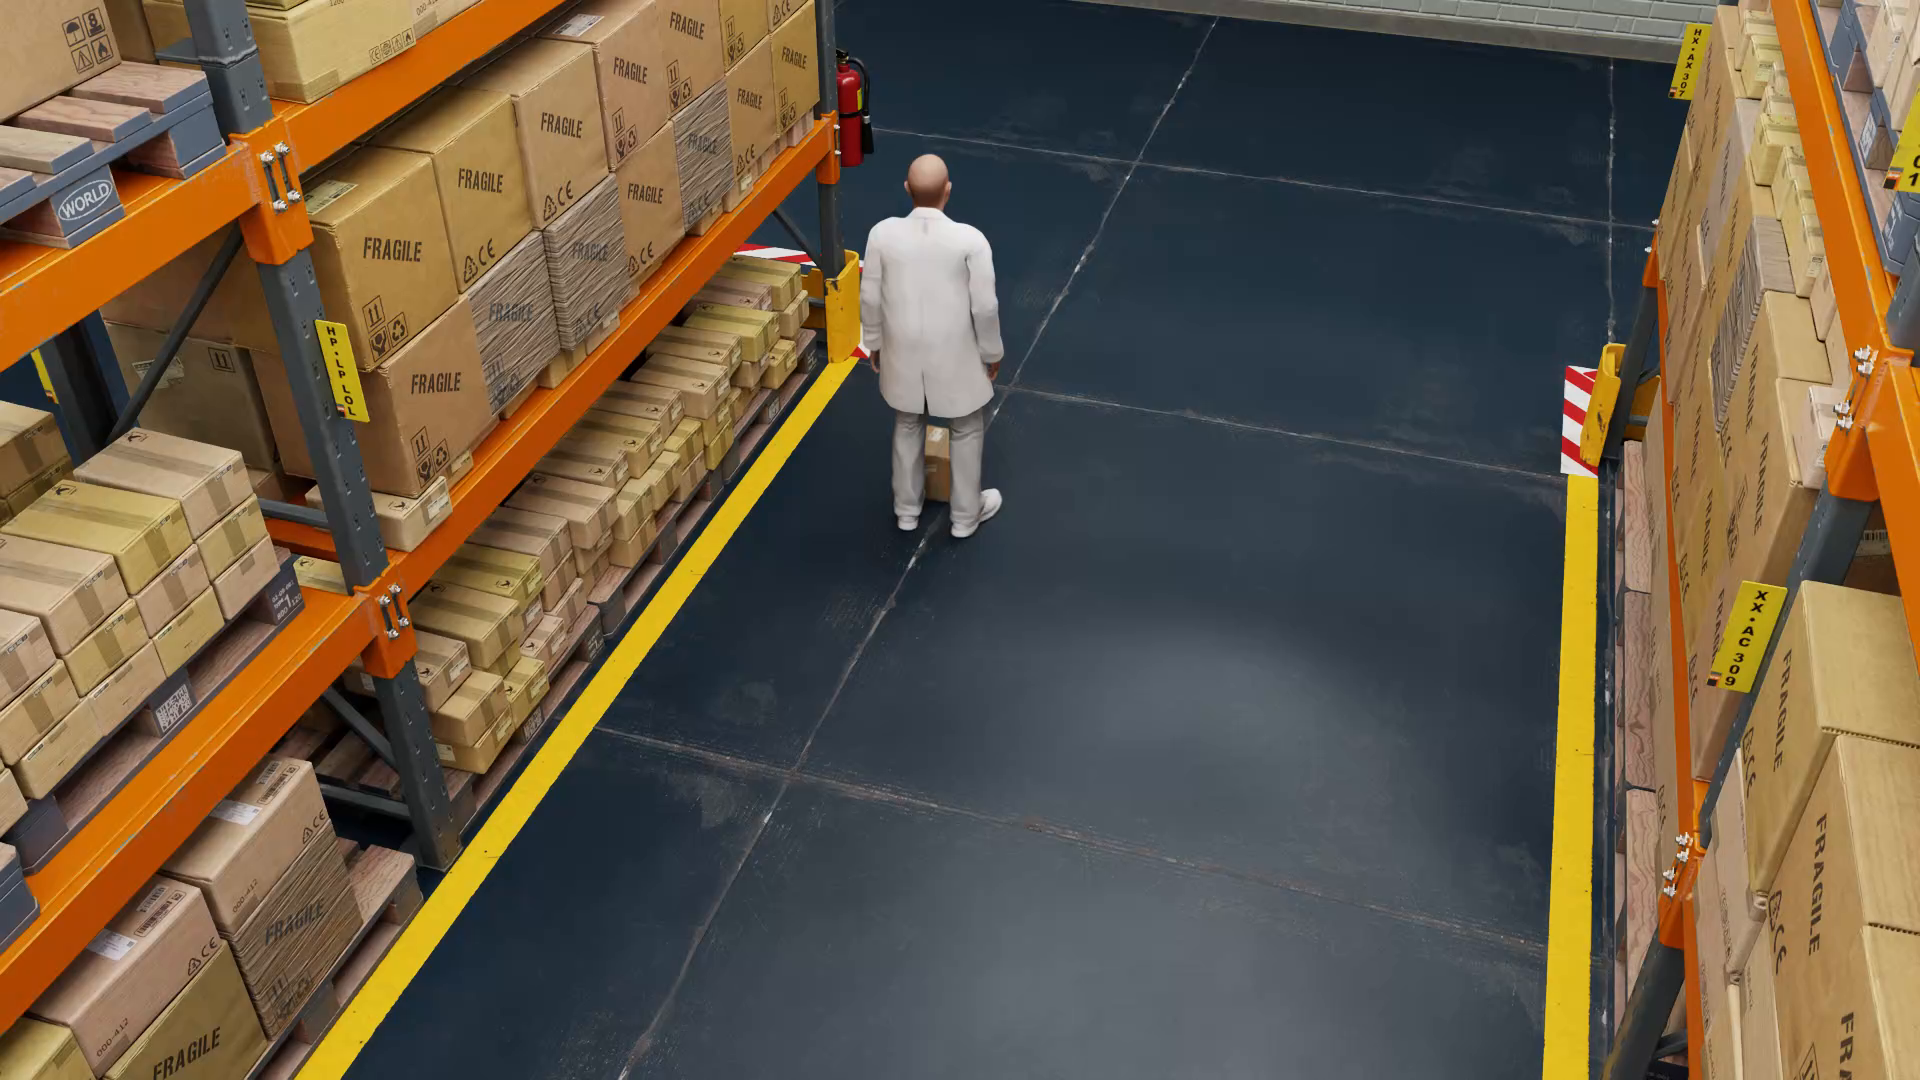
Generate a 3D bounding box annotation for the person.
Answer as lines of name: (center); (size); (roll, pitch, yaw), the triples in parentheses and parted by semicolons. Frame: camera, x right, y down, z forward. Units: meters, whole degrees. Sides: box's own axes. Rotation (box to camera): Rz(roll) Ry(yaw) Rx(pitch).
person: (-0.119, -0.824, 7.274); (0.633, 1.773, 0.430); (8, 37, 11)
